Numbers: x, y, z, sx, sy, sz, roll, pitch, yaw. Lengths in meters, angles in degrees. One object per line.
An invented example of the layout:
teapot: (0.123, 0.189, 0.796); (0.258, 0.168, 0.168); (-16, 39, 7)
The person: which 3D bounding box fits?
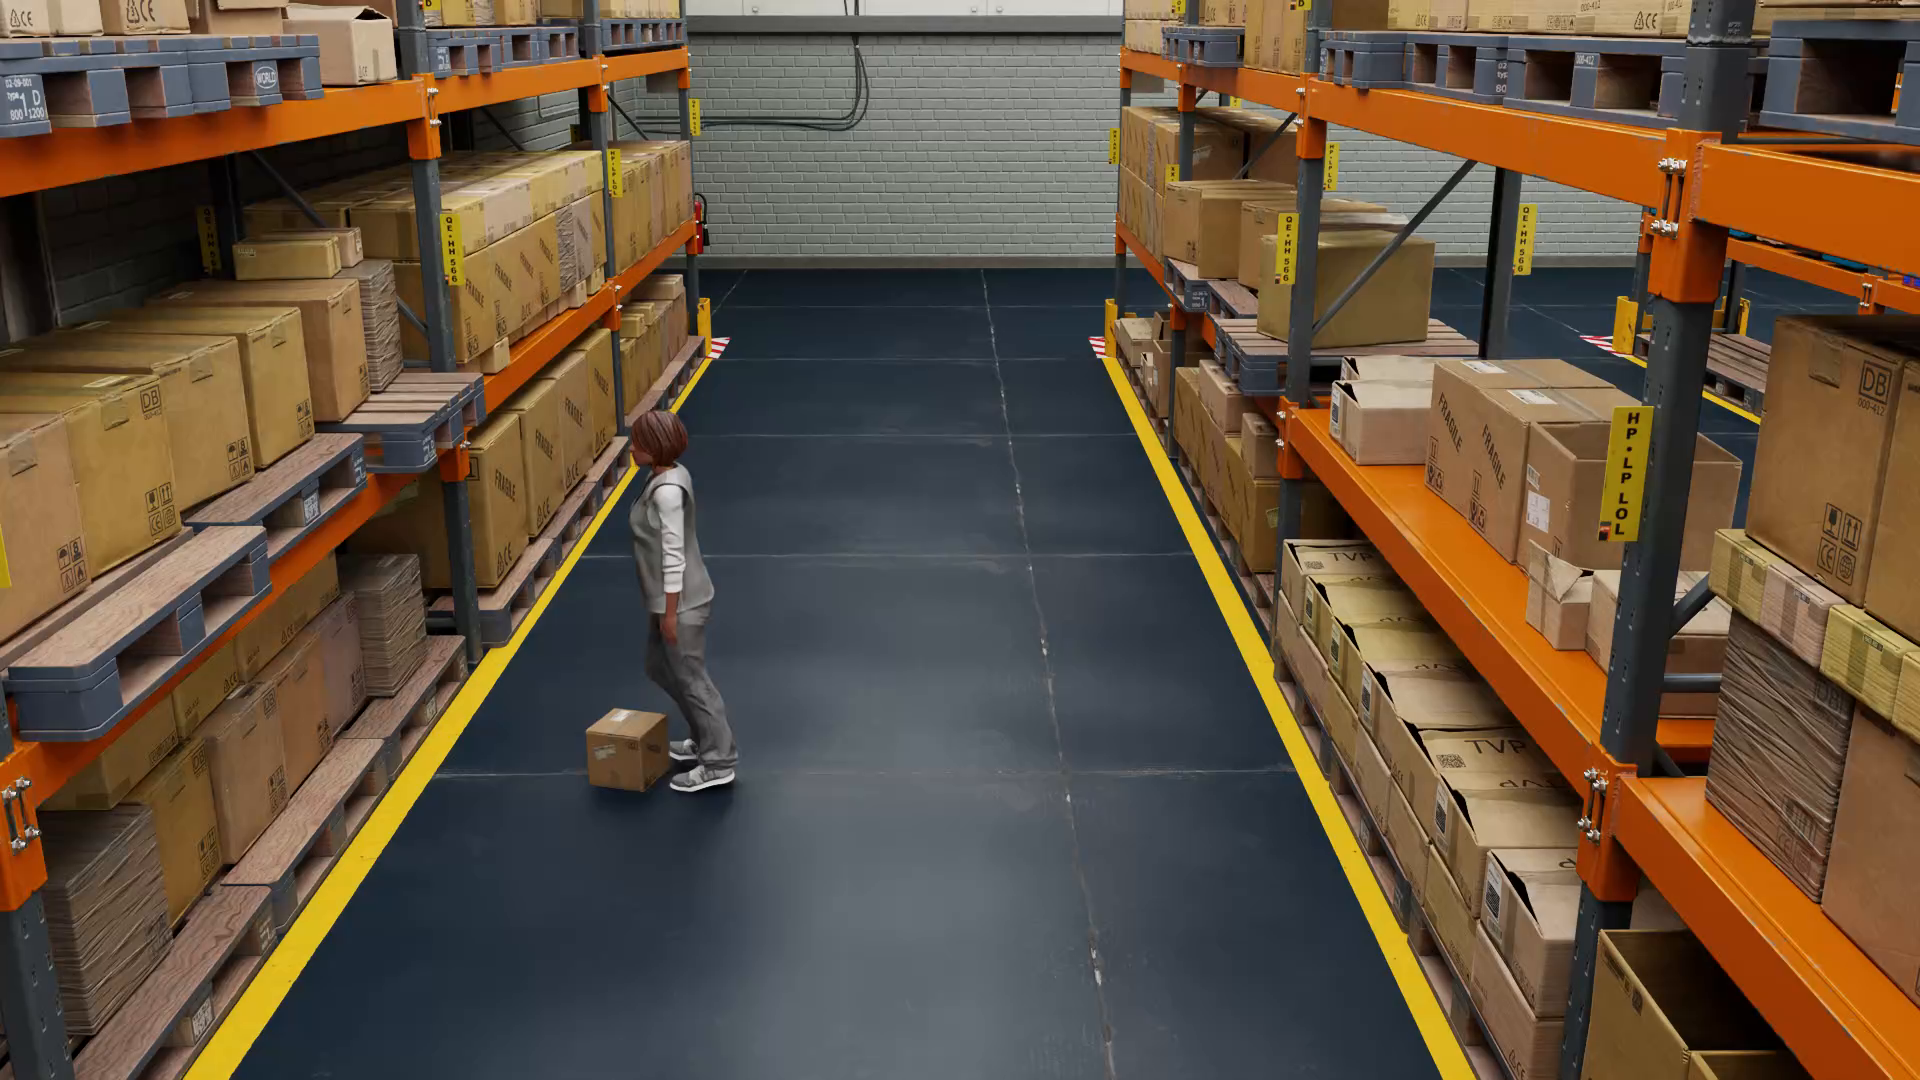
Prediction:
person: (-1.123, 0.251, 6.742); (0.392, 1.597, 0.438); (-3, 18, -10)
